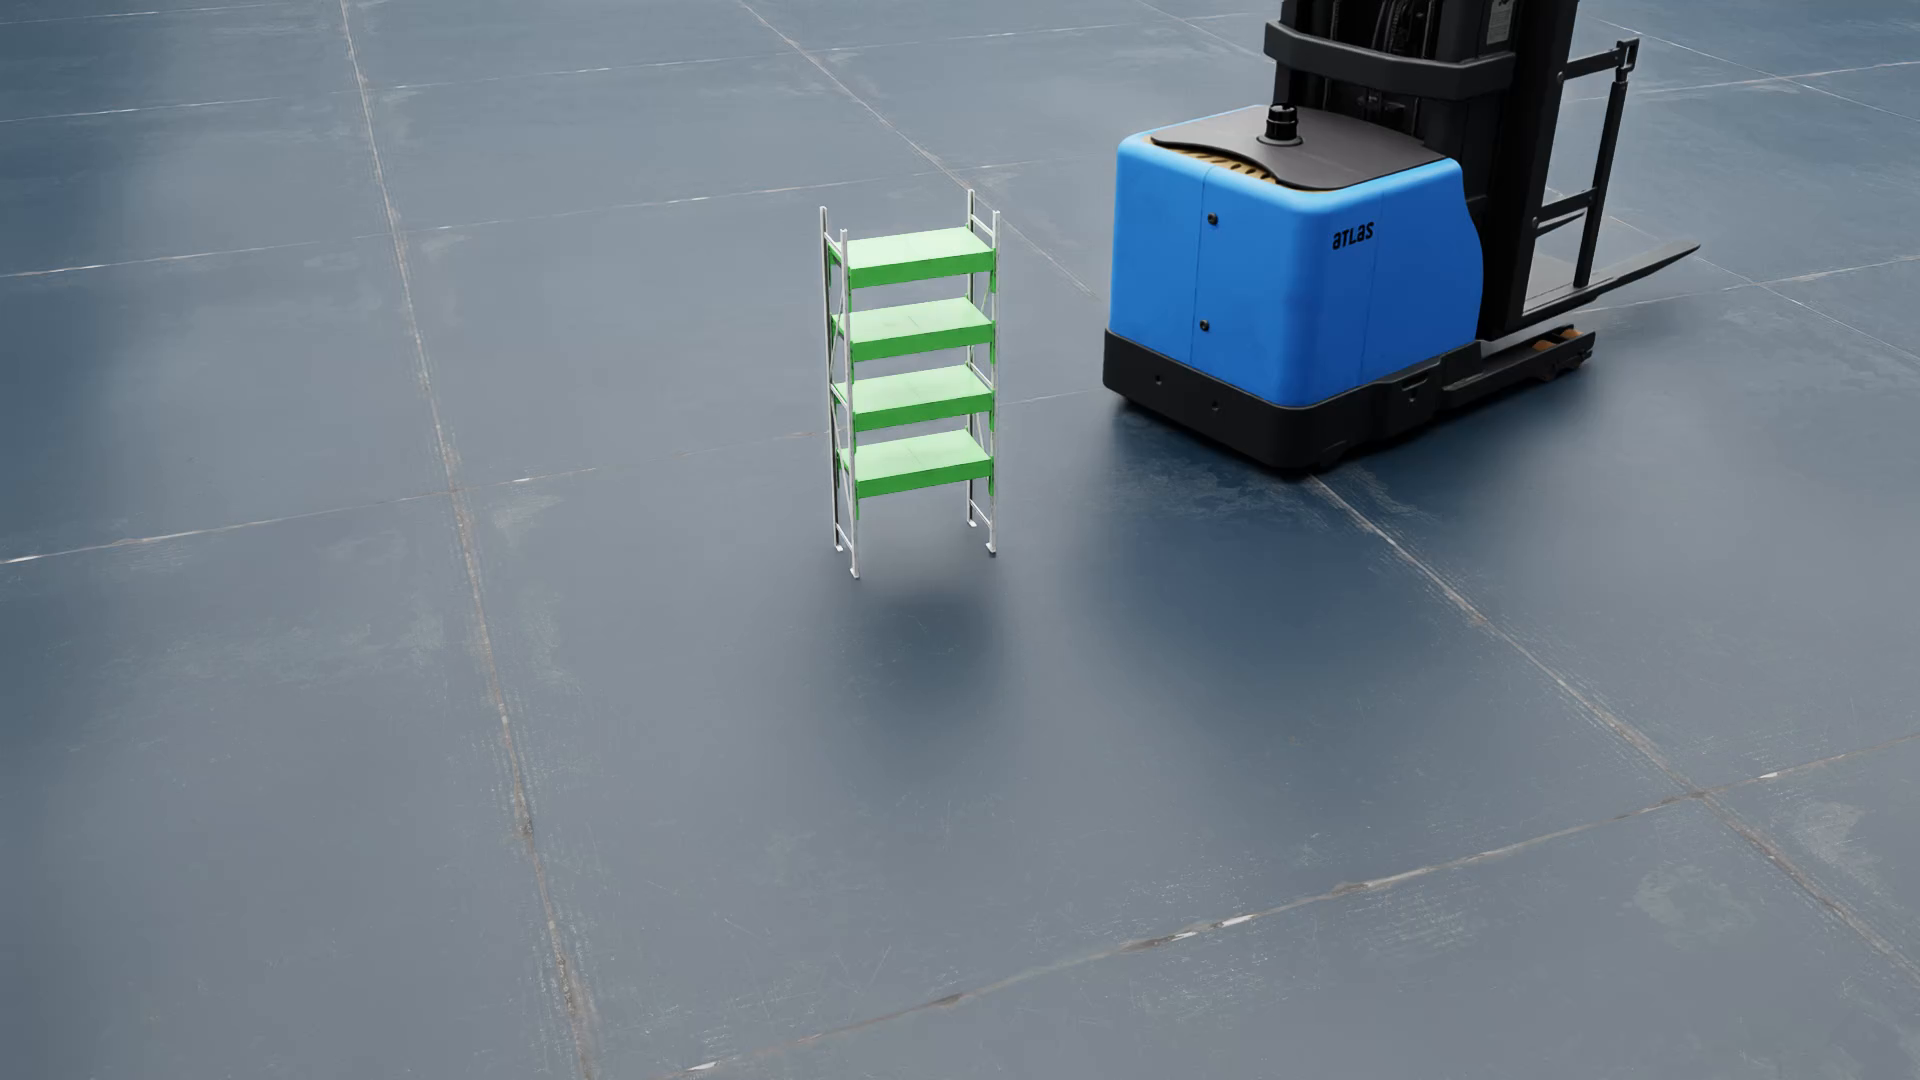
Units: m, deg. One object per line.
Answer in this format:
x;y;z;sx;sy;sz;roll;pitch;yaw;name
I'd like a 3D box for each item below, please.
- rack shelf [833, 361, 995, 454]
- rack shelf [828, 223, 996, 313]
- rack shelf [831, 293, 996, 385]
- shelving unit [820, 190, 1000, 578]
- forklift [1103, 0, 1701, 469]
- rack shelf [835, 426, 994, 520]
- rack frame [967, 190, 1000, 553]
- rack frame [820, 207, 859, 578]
-0.155;-0.437;5.434;0.480;0.148;0.258;-10;31;-18;rack shelf
-0.155;-0.854;5.197;0.480;0.148;0.258;-10;31;-18;rack shelf
-0.155;-0.646;5.316;0.480;0.148;0.258;-10;31;-18;rack shelf
-0.155;-0.493;5.403;0.503;1.200;0.258;-10;31;-18;shelving unit
2.046;-2.118;6.507;3.031;2.935;1.130;-21;36;-33;forklift
-0.155;-0.229;5.553;0.480;0.148;0.258;-10;31;-18;rack shelf
0.074;-0.535;5.477;0.015;1.200;0.240;-10;31;-18;rack frame
-0.384;-0.451;5.329;0.015;1.200;0.240;-10;31;-18;rack frame
